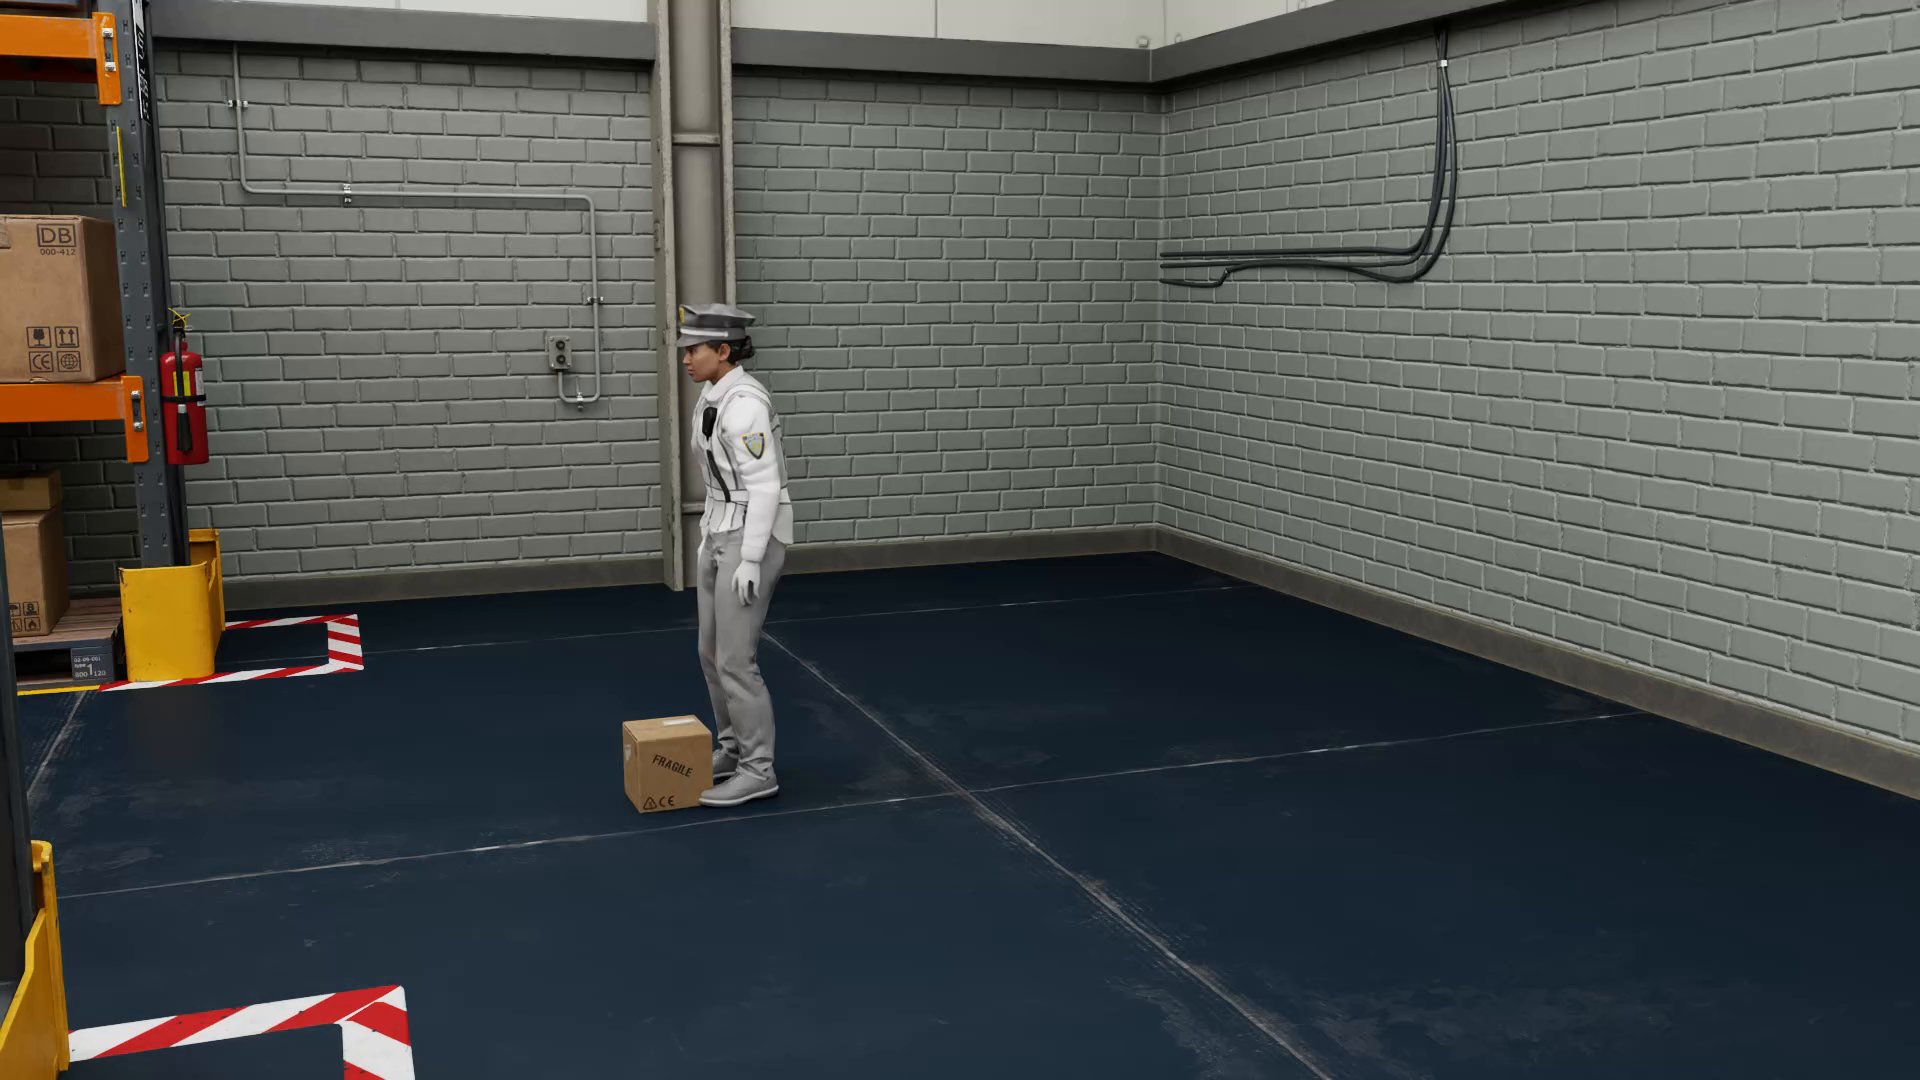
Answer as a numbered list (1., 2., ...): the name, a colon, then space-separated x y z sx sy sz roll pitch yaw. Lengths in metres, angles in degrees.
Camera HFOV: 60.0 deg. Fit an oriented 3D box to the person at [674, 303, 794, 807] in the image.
1. person: -0.762 0.042 5.593 0.375 1.662 0.532 -4 10 -24
